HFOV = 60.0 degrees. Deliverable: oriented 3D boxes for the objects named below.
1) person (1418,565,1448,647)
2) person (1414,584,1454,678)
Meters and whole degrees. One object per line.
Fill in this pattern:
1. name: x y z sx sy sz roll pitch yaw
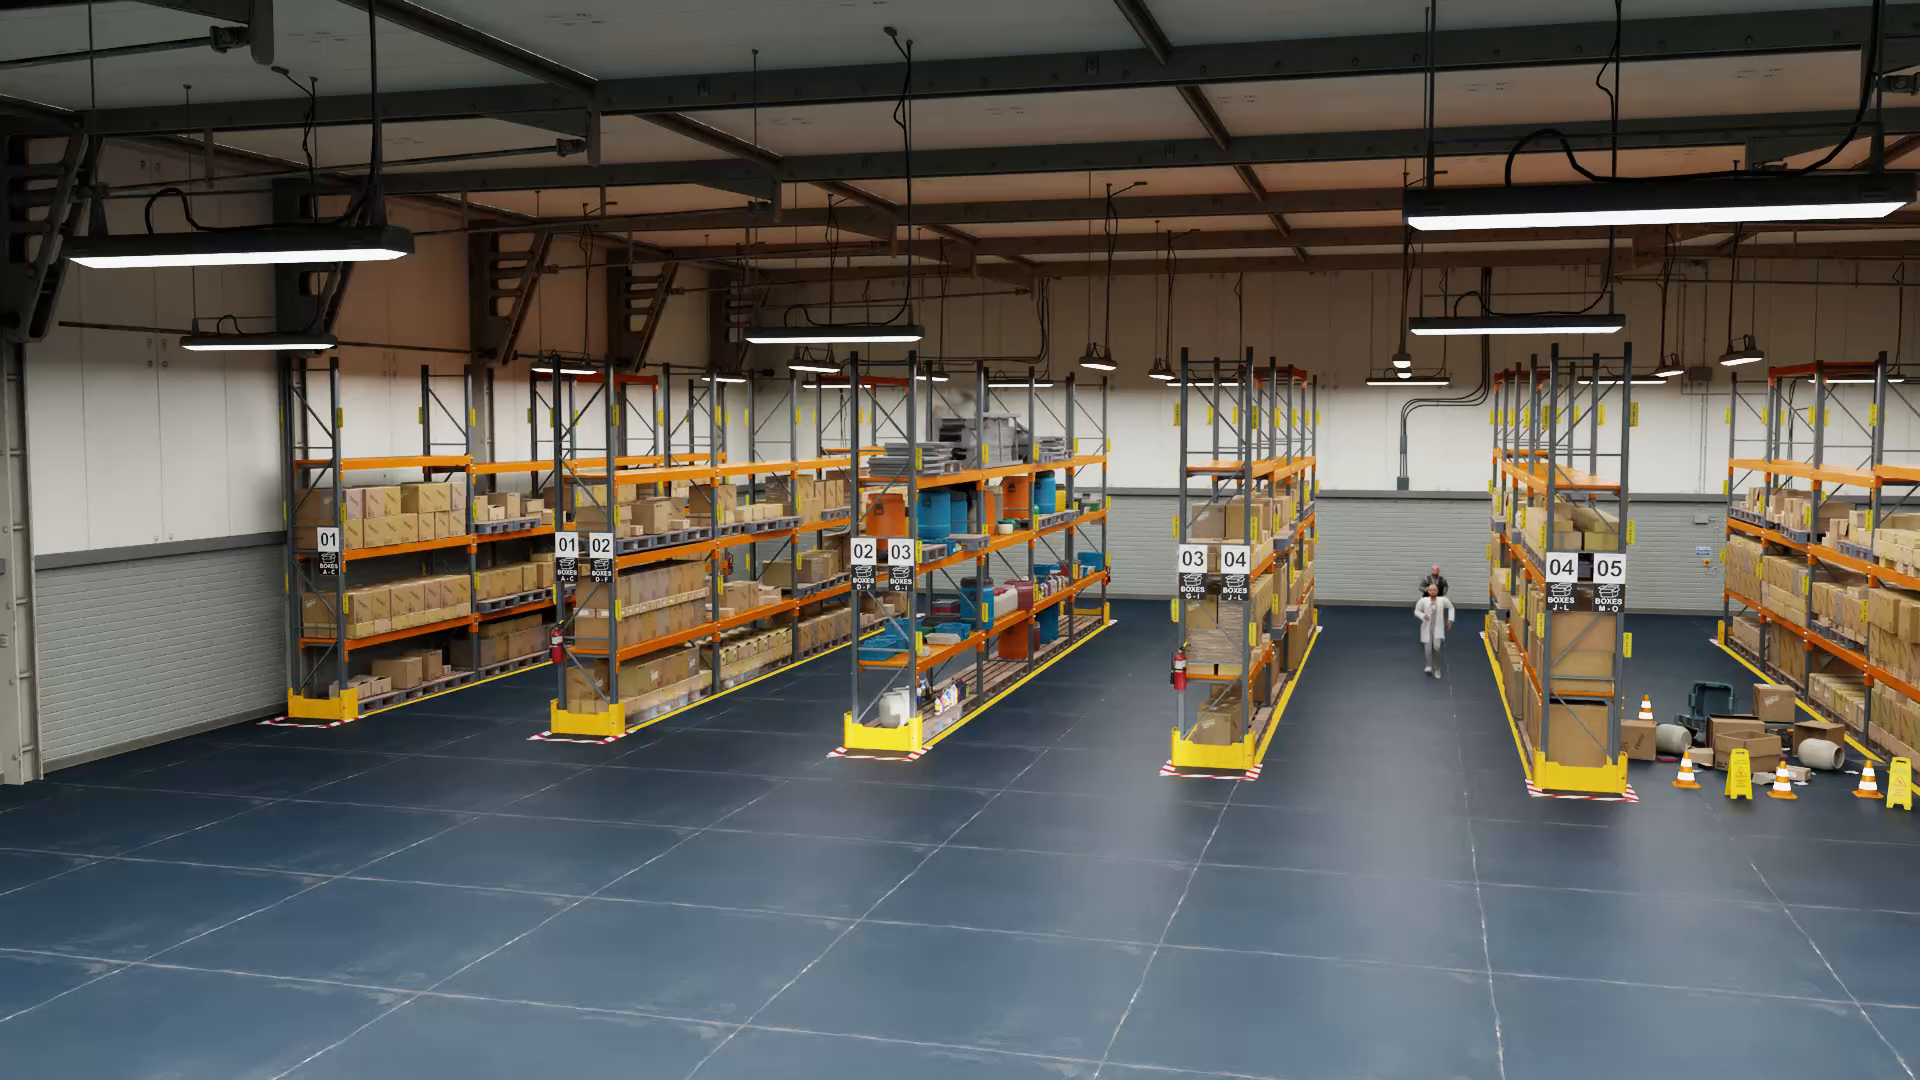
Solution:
1. person: 10.465 1.437 36.788 0.659 1.765 0.854 1 4 14
2. person: 9.162 1.778 32.165 0.740 1.858 0.811 1 4 18
